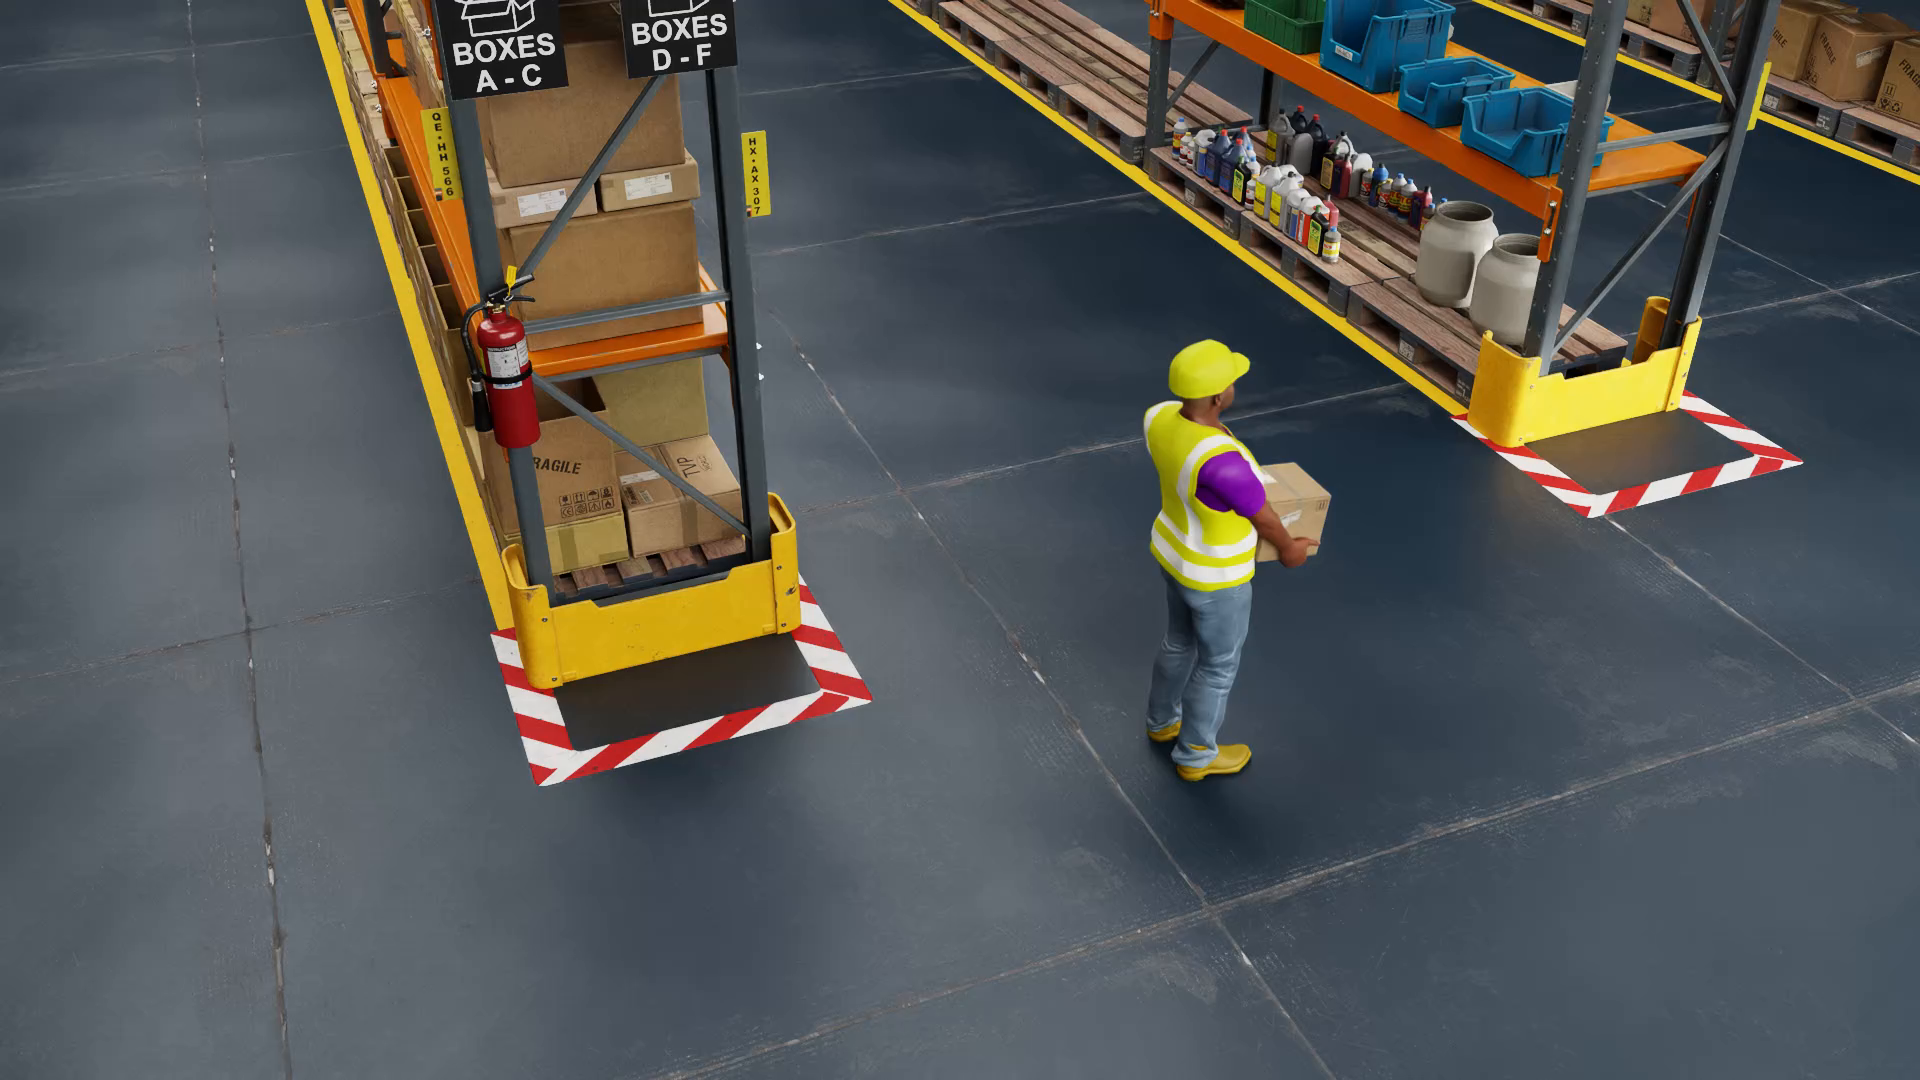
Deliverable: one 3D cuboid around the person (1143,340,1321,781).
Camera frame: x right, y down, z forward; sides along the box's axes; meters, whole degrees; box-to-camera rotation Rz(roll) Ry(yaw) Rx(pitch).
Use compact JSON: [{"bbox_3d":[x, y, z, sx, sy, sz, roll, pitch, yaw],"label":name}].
[{"bbox_3d":[0.968,0.053,6.043,0.587,1.760,0.503,-12,35,-18],"label":"person"}]
